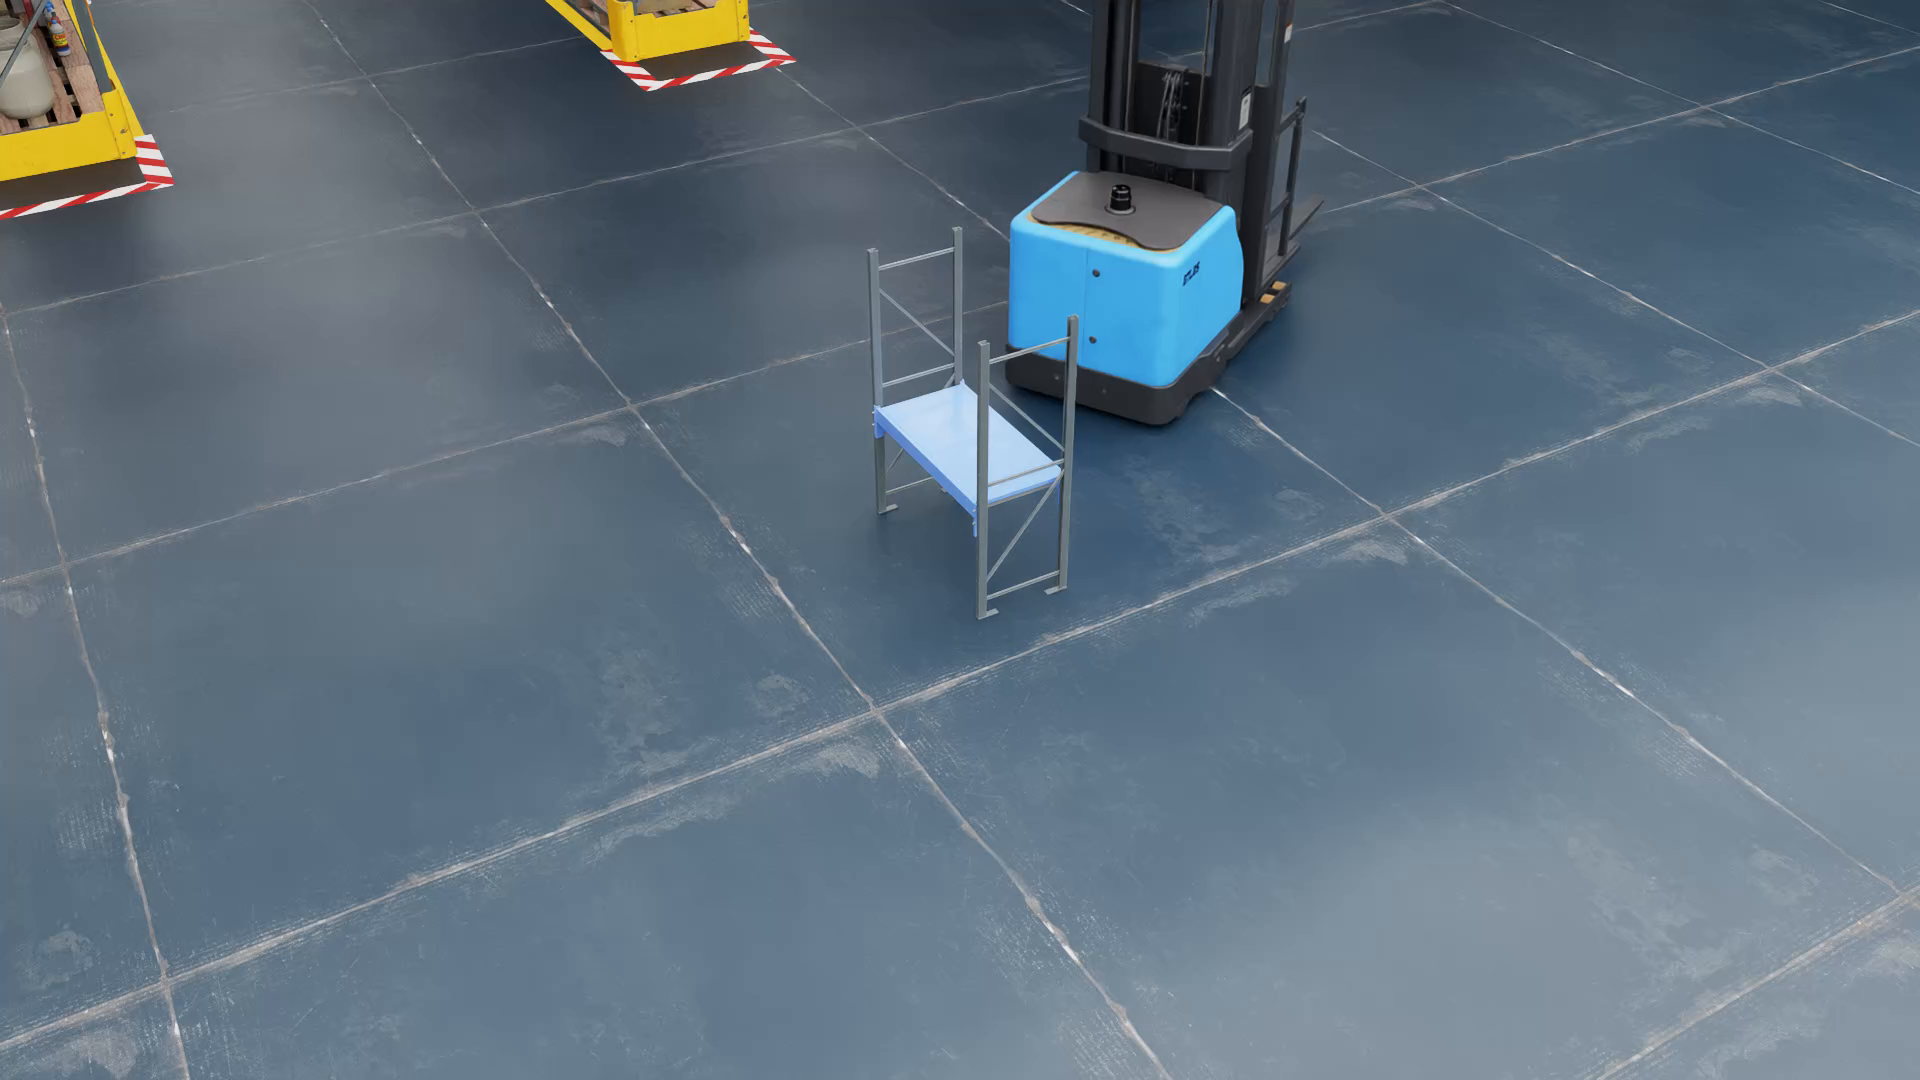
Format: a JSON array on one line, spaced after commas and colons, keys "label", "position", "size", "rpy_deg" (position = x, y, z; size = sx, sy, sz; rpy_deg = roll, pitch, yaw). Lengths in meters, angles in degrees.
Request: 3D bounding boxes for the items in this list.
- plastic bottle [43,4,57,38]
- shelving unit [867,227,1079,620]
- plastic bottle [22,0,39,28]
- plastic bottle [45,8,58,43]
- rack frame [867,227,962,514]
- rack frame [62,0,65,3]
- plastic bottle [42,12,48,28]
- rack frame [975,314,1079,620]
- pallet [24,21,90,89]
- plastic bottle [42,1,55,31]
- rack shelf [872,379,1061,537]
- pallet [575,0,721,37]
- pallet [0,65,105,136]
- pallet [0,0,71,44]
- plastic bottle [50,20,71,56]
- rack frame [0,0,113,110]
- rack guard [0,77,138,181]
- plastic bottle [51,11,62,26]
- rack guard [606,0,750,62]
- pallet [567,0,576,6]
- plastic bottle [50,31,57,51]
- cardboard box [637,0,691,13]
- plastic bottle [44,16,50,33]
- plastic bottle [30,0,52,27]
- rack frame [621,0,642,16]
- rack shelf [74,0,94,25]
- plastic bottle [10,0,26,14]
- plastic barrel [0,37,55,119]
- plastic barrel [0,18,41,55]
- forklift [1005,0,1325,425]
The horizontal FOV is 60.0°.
[{"label": "plastic bottle", "position": [-7.499, -4.286, 13.743], "size": [0.097, 0.271, 0.097], "rpy_deg": [0, 36, 0]}, {"label": "shelving unit", "position": [0.043, -0.562, 7.975], "size": [0.538, 1.500, 1.048], "rpy_deg": [-19, 40, -24]}, {"label": "plastic bottle", "position": [-7.827, -4.466, 13.979], "size": [0.061, 0.283, 0.133], "rpy_deg": [-19, 40, -24]}, {"label": "plastic bottle", "position": [-7.449, -4.235, 13.673], "size": [0.097, 0.271, 0.097], "rpy_deg": [0, 36, 0]}, {"label": "rack frame", "position": [-0.213, -0.821, 8.330], "size": [0.500, 1.500, 0.032], "rpy_deg": [-19, 40, -24]}, {"label": "rack frame", "position": [-8.645, -6.007, 14.159], "size": [1.000, 3.000, 0.127], "rpy_deg": [-19, 40, -24]}, {"label": "plastic bottle", "position": [-7.652, -4.413, 13.976], "size": [0.097, 0.201, 0.097], "rpy_deg": [0, 36, 0]}, {"label": "rack frame", "position": [0.298, -0.303, 7.621], "size": [0.500, 1.500, 0.032], "rpy_deg": [-19, 40, -24]}, {"label": "pallet", "position": [-7.726, -3.903, 13.643], "size": [1.003, 0.211, 1.213], "rpy_deg": [-19, 40, -24]}, {"label": "plastic bottle", "position": [-7.601, -4.389, 13.884], "size": [0.097, 0.271, 0.097], "rpy_deg": [0, 36, 0]}, {"label": "rack shelf", "position": [0.043, -0.417, 8.082], "size": [0.538, 0.185, 1.000], "rpy_deg": [-19, 40, -24]}, {"label": "pallet", "position": [-2.768, -4.772, 14.833], "size": [1.003, 0.211, 1.213], "rpy_deg": [-19, 40, -24]}, {"label": "pallet", "position": [-7.118, -3.282, 12.792], "size": [1.003, 0.211, 1.213], "rpy_deg": [-19, 40, -24]}, {"label": "pallet", "position": [-8.343, -4.526, 14.496], "size": [1.003, 0.211, 1.213], "rpy_deg": [-19, 40, -24]}, {"label": "plastic bottle", "position": [-7.277, -4.060, 13.433], "size": [0.097, 0.271, 0.097], "rpy_deg": [0, 36, 0]}, {"label": "rack frame", "position": [-6.635, -3.967, 11.366], "size": [1.000, 3.000, 0.127], "rpy_deg": [-19, 40, -24]}, {"label": "rack guard", "position": [-6.714, -2.983, 12.137], "size": [1.175, 0.500, 0.348], "rpy_deg": [-19, 40, -24]}, {"label": "plastic bottle", "position": [-7.375, -4.186, 13.595], "size": [0.061, 0.283, 0.133], "rpy_deg": [-18, 40, -23]}, {"label": "rack guard", "position": [-2.391, -4.464, 14.166], "size": [1.175, 0.500, 0.348], "rpy_deg": [-19, 40, -24]}, {"label": "pallet", "position": [-3.377, -5.394, 15.684], "size": [1.003, 0.211, 1.213], "rpy_deg": [-19, 40, -24]}, {"label": "plastic bottle", "position": [-7.329, -4.085, 13.526], "size": [0.097, 0.201, 0.097], "rpy_deg": [0, 36, 0]}, {"label": "cardboard box", "position": [-2.652, -4.919, 14.432], "size": [0.500, 0.500, 0.500], "rpy_deg": [-12, 38, -16]}, {"label": "plastic bottle", "position": [-7.549, -4.308, 13.832], "size": [0.097, 0.201, 0.097], "rpy_deg": [0, 36, 0]}, {"label": "plastic bottle", "position": [-7.735, -4.495, 14.025], "size": [0.152, 0.276, 0.135], "rpy_deg": [-18, 40, -23]}, {"label": "rack frame", "position": [-2.353, -5.435, 13.376], "size": [1.000, 3.000, 0.127], "rpy_deg": [-19, 40, -24]}, {"label": "rack shelf", "position": [-7.640, -4.697, 12.975], "size": [1.077, 0.370, 4.000], "rpy_deg": [-19, 40, -24]}, {"label": "plastic bottle", "position": [-8.091, -4.687, 14.288], "size": [0.152, 0.276, 0.135], "rpy_deg": [-19, 40, -24]}, {"label": "plastic barrel", "position": [-7.032, -3.445, 12.405], "size": [0.421, 0.512, 0.421], "rpy_deg": [0, 36, 0]}, {"label": "plastic barrel", "position": [-7.284, -3.701, 12.755], "size": [0.421, 0.512, 0.421], "rpy_deg": [0, 36, 0]}, {"label": "forklift", "position": [1.433, -2.669, 9.646], "size": [1.130, 2.935, 3.031], "rpy_deg": [19, 40, 24]}]
